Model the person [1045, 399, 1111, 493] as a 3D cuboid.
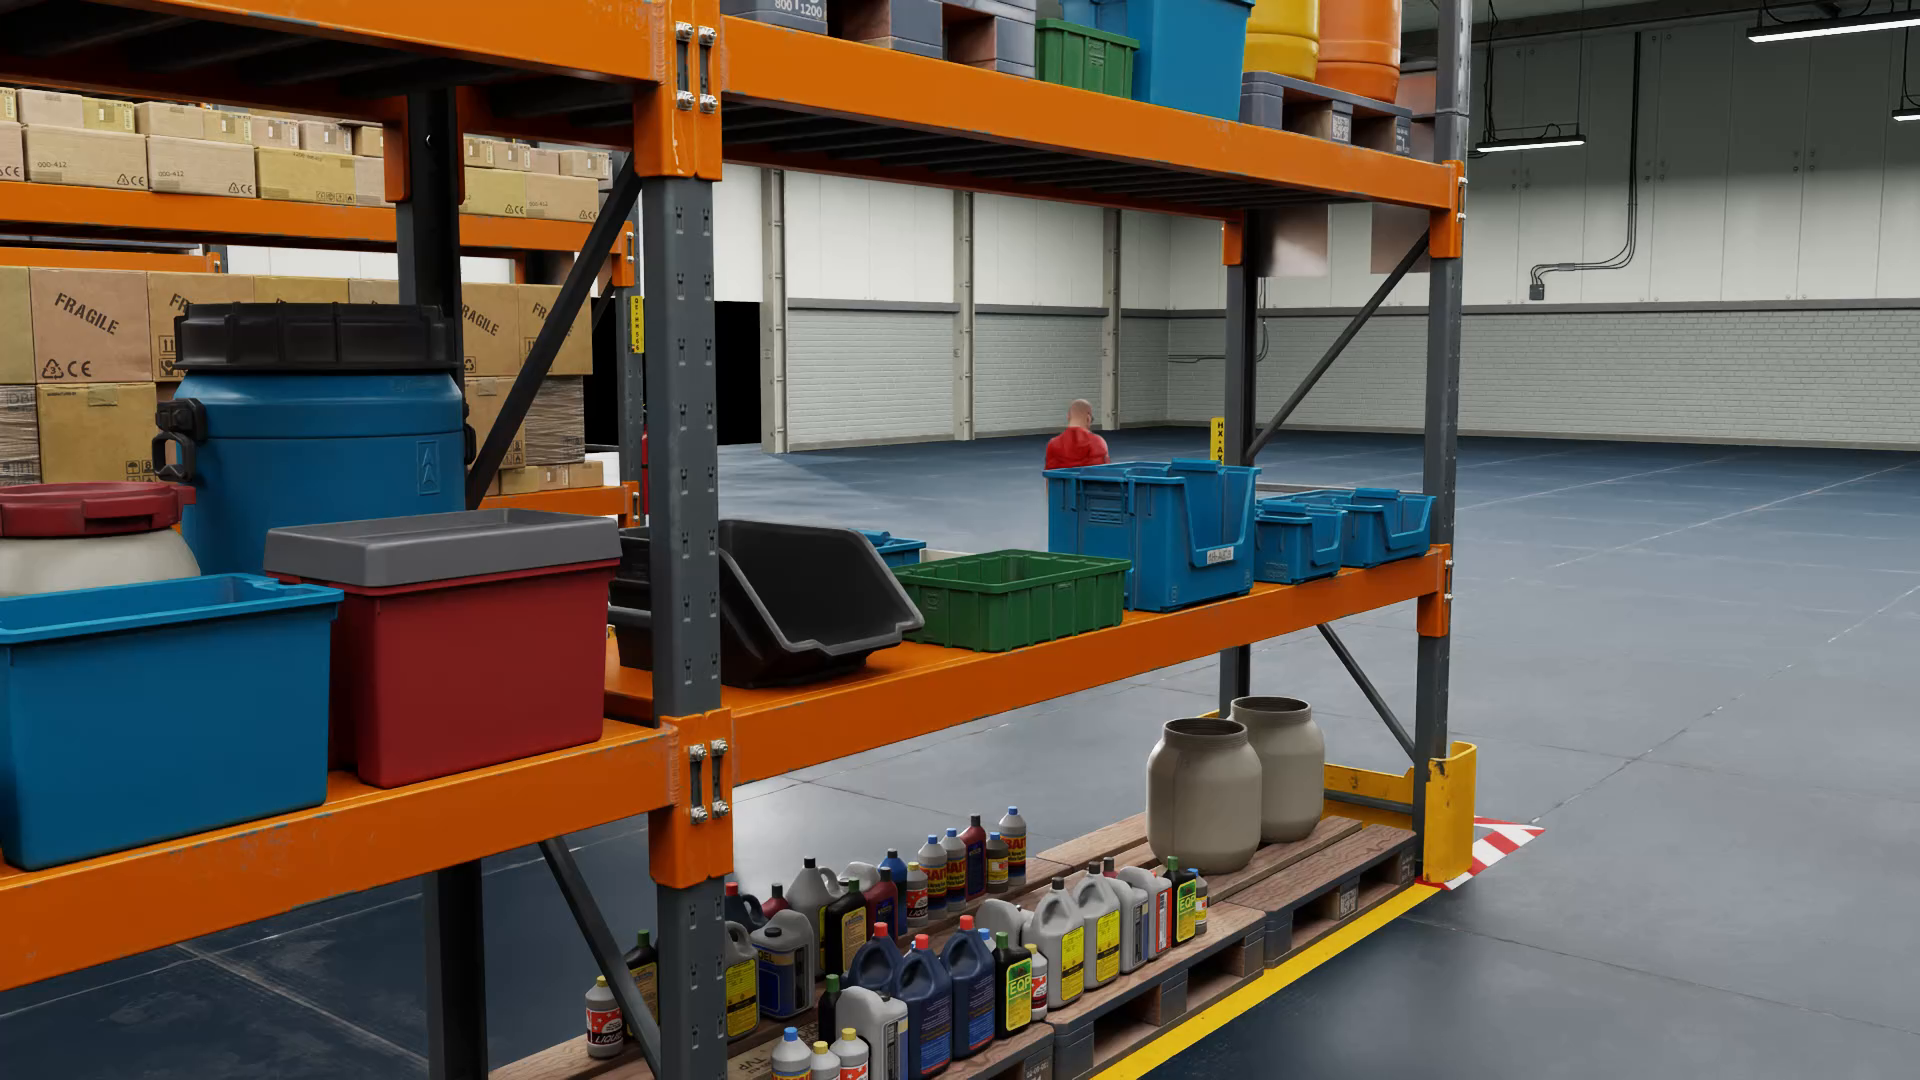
[{"bbox_3d":[0.930,-0.122,11.970,0.589,1.786,0.463,5,8,38],"label":"person"}]
